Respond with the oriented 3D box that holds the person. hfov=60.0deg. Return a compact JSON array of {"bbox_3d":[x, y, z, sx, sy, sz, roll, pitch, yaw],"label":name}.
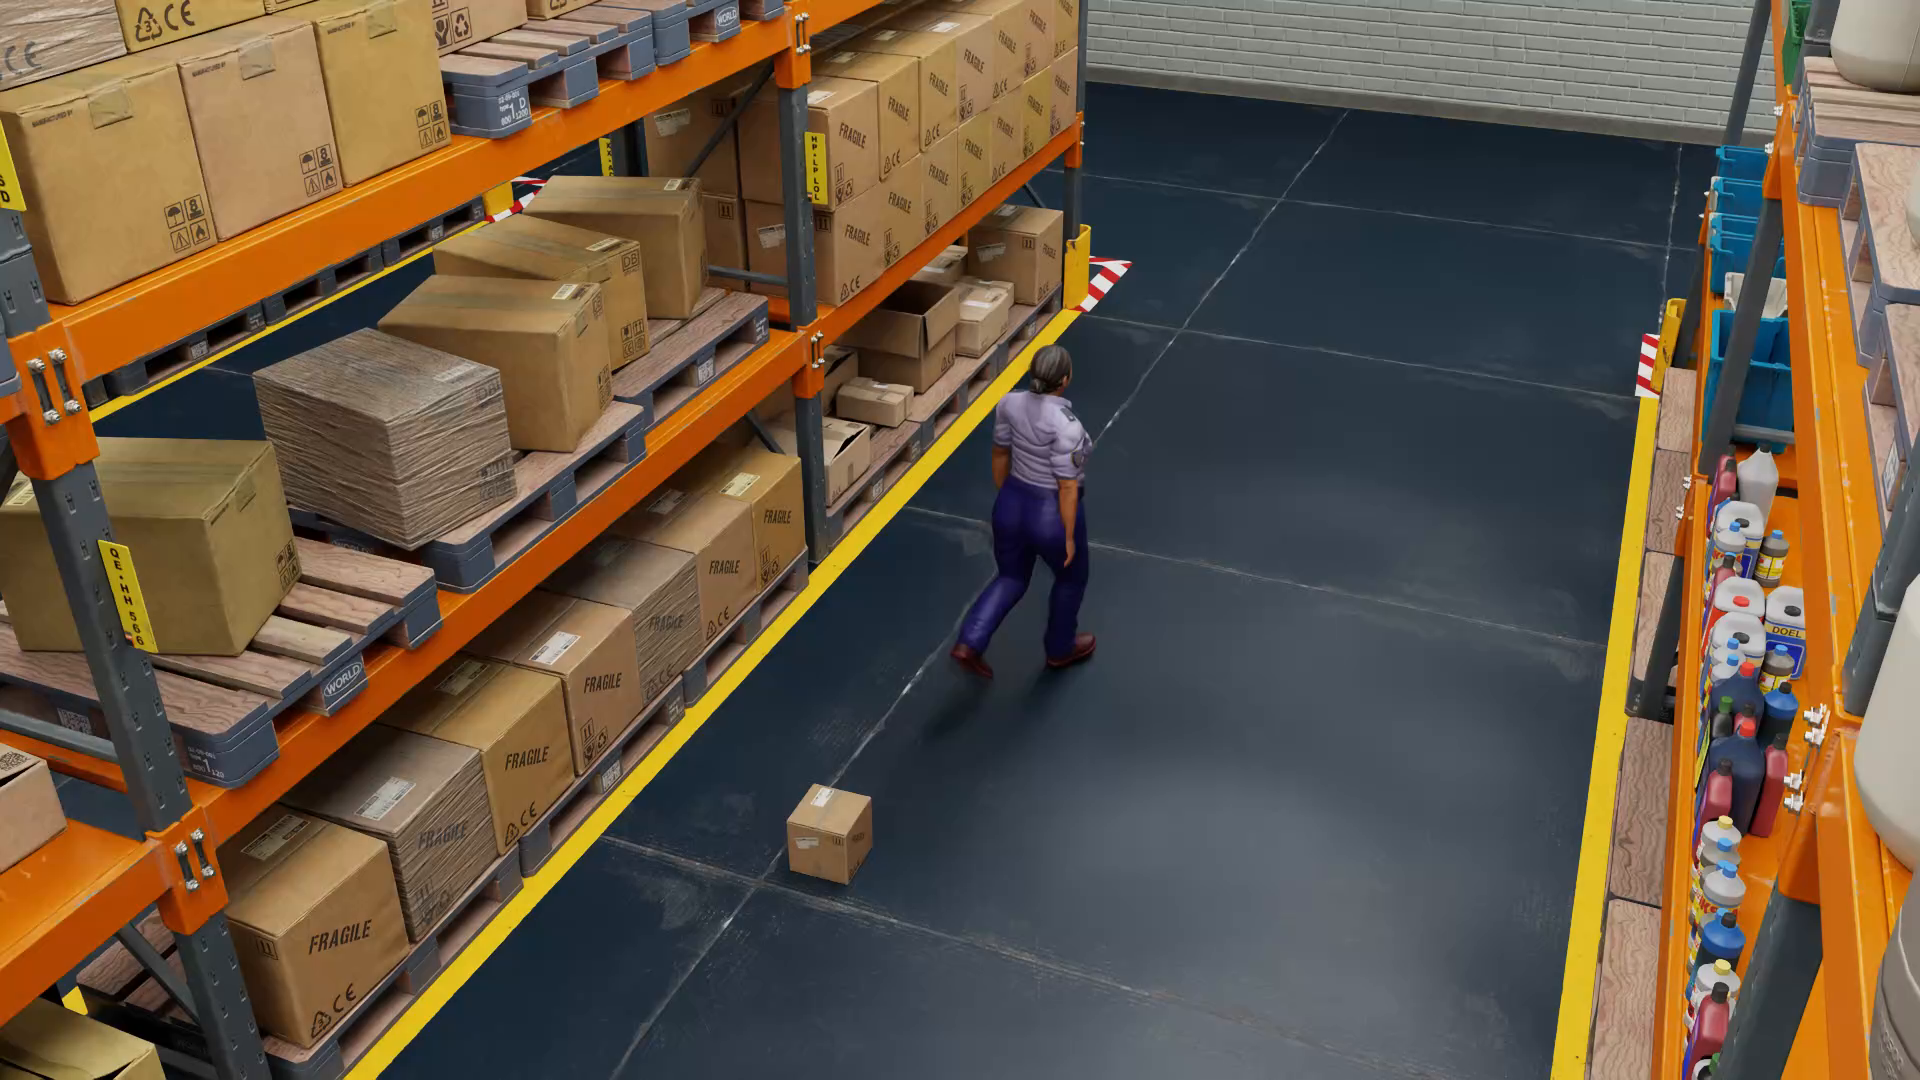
[{"bbox_3d":[0.297,-0.091,7.280,0.488,1.611,0.821,23,37,34],"label":"person"}]
